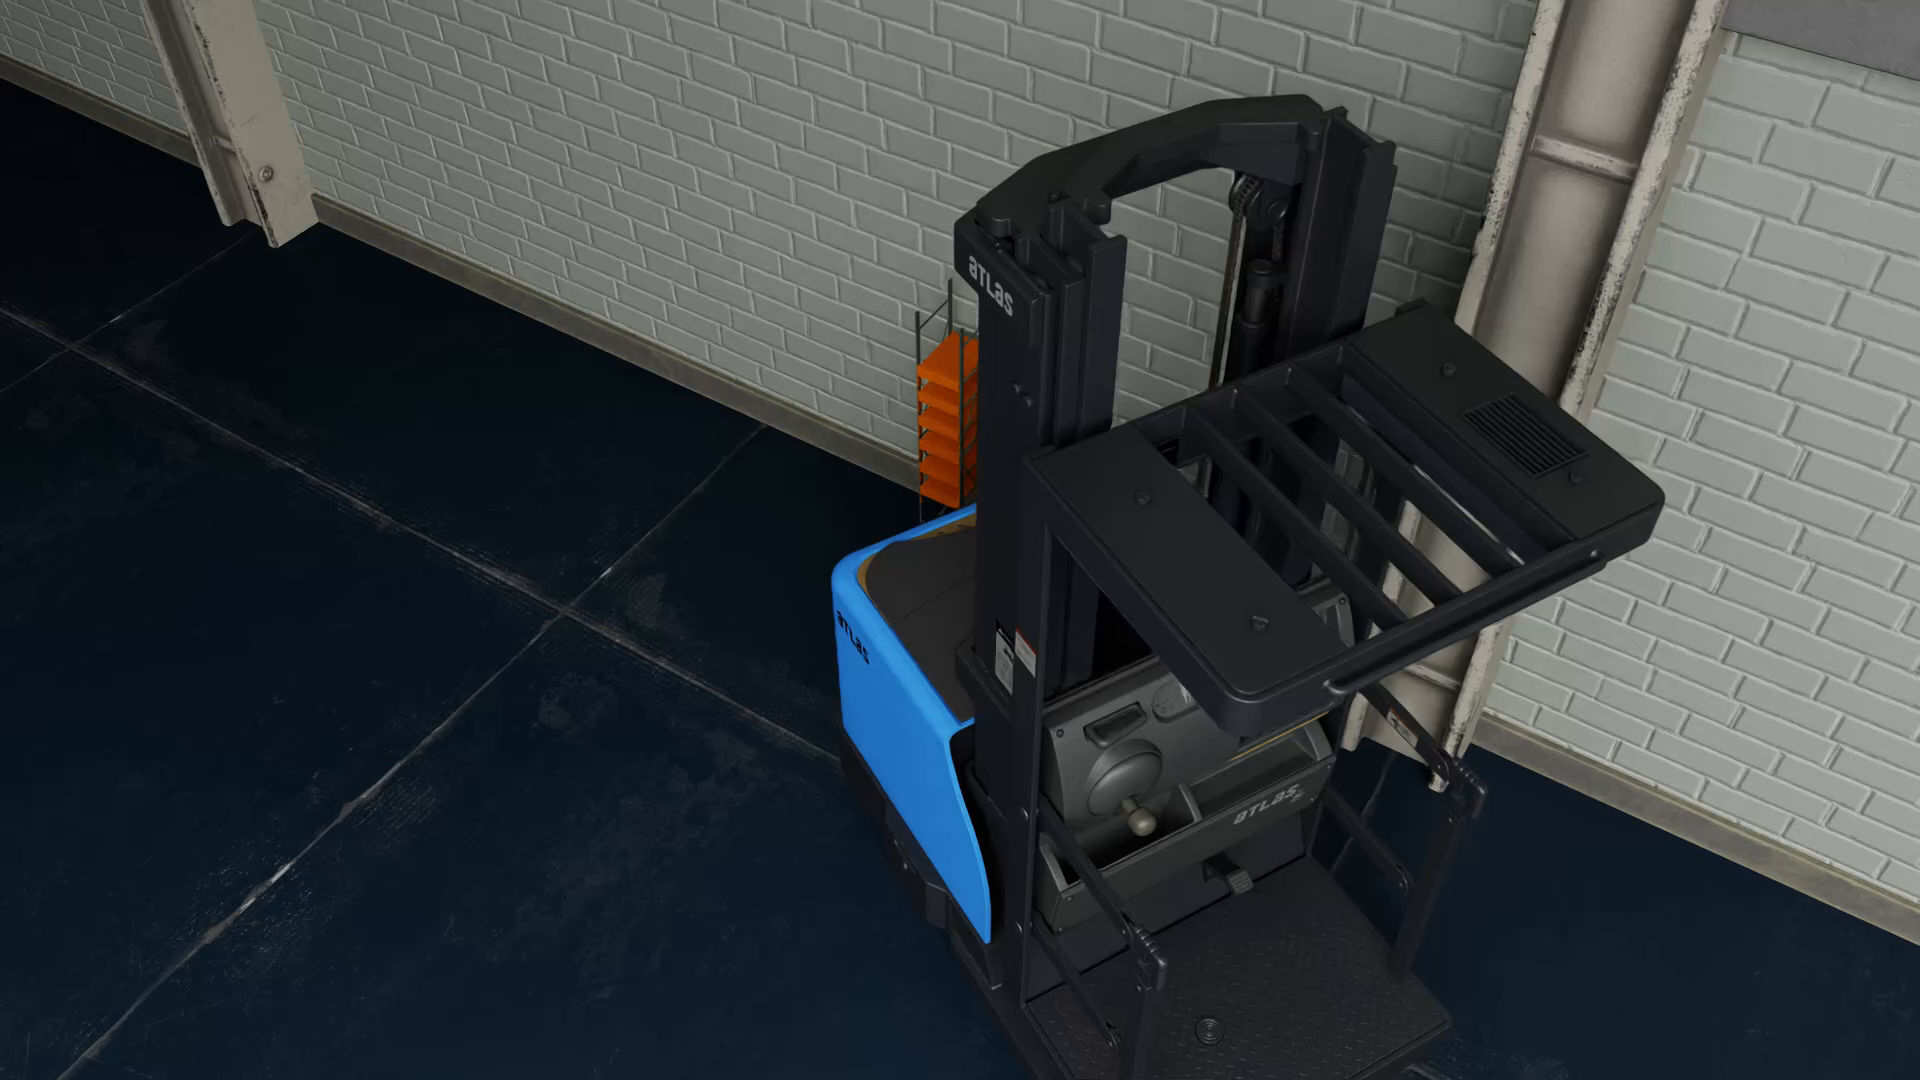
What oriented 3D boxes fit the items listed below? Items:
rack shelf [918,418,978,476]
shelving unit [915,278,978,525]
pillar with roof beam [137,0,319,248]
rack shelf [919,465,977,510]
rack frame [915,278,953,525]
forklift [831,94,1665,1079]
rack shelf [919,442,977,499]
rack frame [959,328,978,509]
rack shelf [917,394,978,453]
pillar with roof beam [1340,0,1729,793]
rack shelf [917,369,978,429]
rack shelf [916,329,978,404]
[{"bbox_3d":[-0.015,-0.386,6.351,0.180,0.103,0.258,24,50,21],"label":"rack shelf"},{"bbox_3d":[-0.015,-0.417,6.319,0.189,1.200,0.258,24,50,21],"label":"shelving unit"},{"bbox_3d":[-5.754,-2.133,2.548,0.400,9.000,9.100,25,51,22],"label":"pillar with roof beam"},{"bbox_3d":[-0.015,-0.219,6.523,0.180,0.103,0.258,24,50,21],"label":"rack shelf"},{"bbox_3d":[-0.093,-0.452,6.352,0.006,1.200,0.240,24,50,21],"label":"rack frame"},{"bbox_3d":[0.748,0.539,4.183,1.130,2.935,3.031,-22,50,-20],"label":"forklift"},{"bbox_3d":[-0.015,-0.303,6.437,0.180,0.103,0.258,24,50,21],"label":"rack shelf"},{"bbox_3d":[0.063,-0.383,6.285,0.006,1.200,0.240,24,50,21],"label":"rack frame"},{"bbox_3d":[-0.015,-0.470,6.265,0.180,0.103,0.258,24,50,21],"label":"rack shelf"},{"bbox_3d":[-0.703,0.190,0.290,0.400,9.000,9.100,25,51,22],"label":"pillar with roof beam"},{"bbox_3d":[-0.015,-0.554,6.179,0.180,0.103,0.258,24,50,21],"label":"rack shelf"},{"bbox_3d":[-0.015,-0.637,6.093,0.180,0.103,0.258,24,50,21],"label":"rack shelf"}]
